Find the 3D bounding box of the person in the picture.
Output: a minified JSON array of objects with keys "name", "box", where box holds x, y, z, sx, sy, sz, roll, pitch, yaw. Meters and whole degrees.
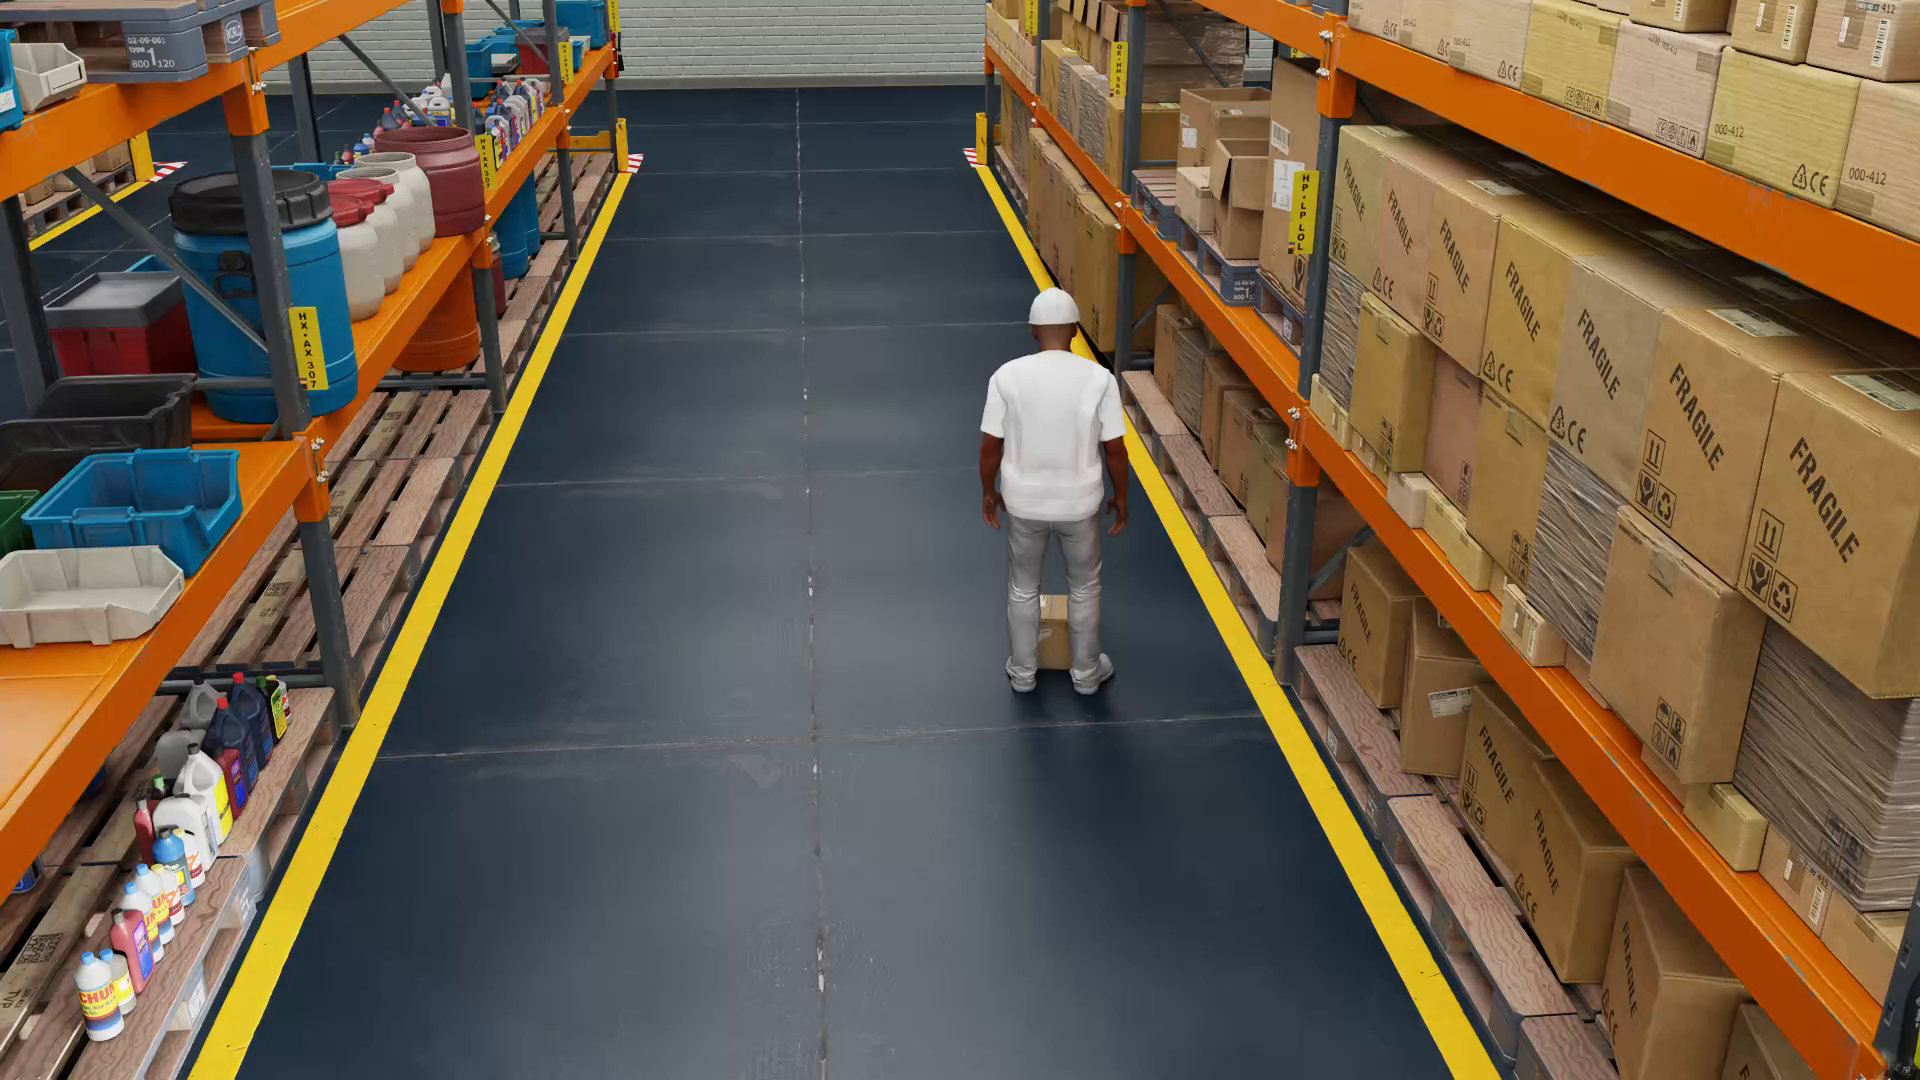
[{"name":"person","box":[0.396,-0.185,7.000,0.626,1.760,0.461,3,24,7]}]
